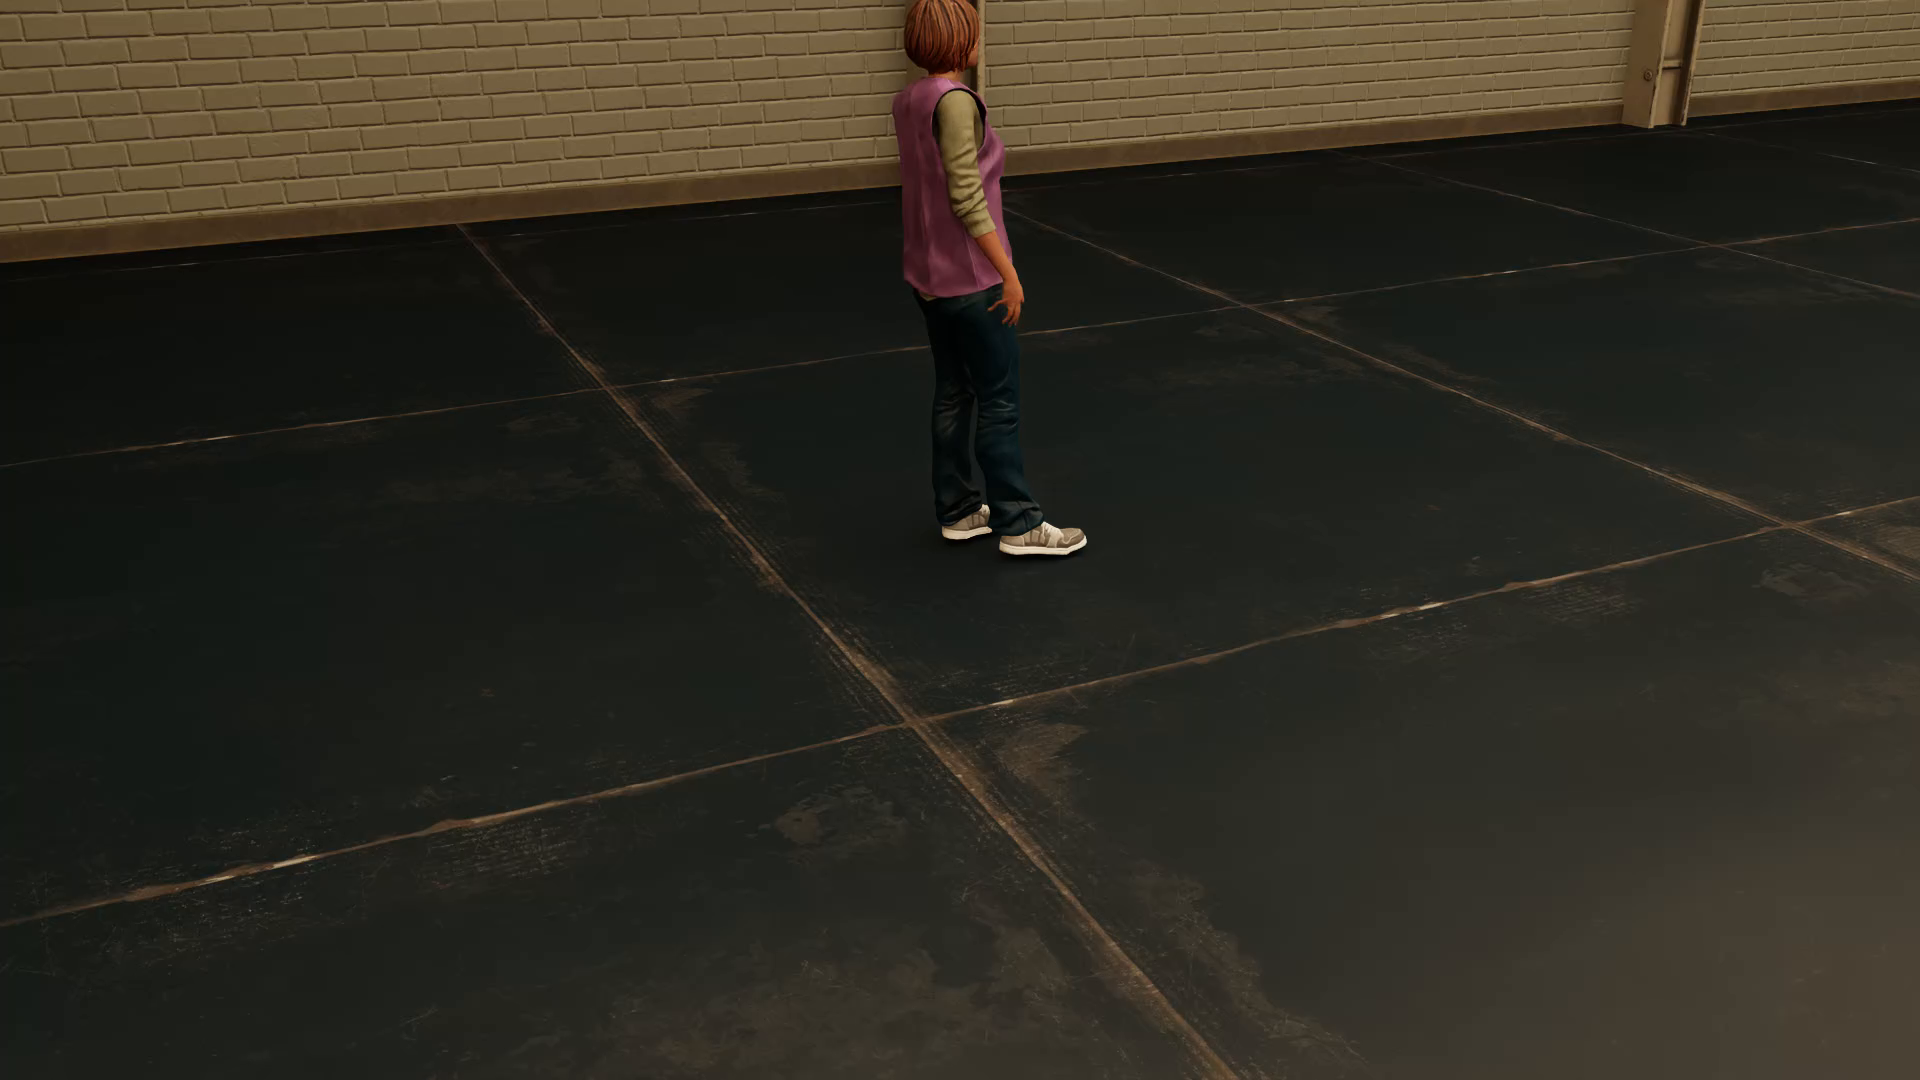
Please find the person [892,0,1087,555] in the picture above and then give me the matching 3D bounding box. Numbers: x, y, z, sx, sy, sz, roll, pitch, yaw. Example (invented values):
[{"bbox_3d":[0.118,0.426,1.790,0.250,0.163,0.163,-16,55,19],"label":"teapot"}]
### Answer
[{"bbox_3d":[0.074,-0.752,4.815,0.473,1.599,0.520,-10,25,-23],"label":"person"}]
